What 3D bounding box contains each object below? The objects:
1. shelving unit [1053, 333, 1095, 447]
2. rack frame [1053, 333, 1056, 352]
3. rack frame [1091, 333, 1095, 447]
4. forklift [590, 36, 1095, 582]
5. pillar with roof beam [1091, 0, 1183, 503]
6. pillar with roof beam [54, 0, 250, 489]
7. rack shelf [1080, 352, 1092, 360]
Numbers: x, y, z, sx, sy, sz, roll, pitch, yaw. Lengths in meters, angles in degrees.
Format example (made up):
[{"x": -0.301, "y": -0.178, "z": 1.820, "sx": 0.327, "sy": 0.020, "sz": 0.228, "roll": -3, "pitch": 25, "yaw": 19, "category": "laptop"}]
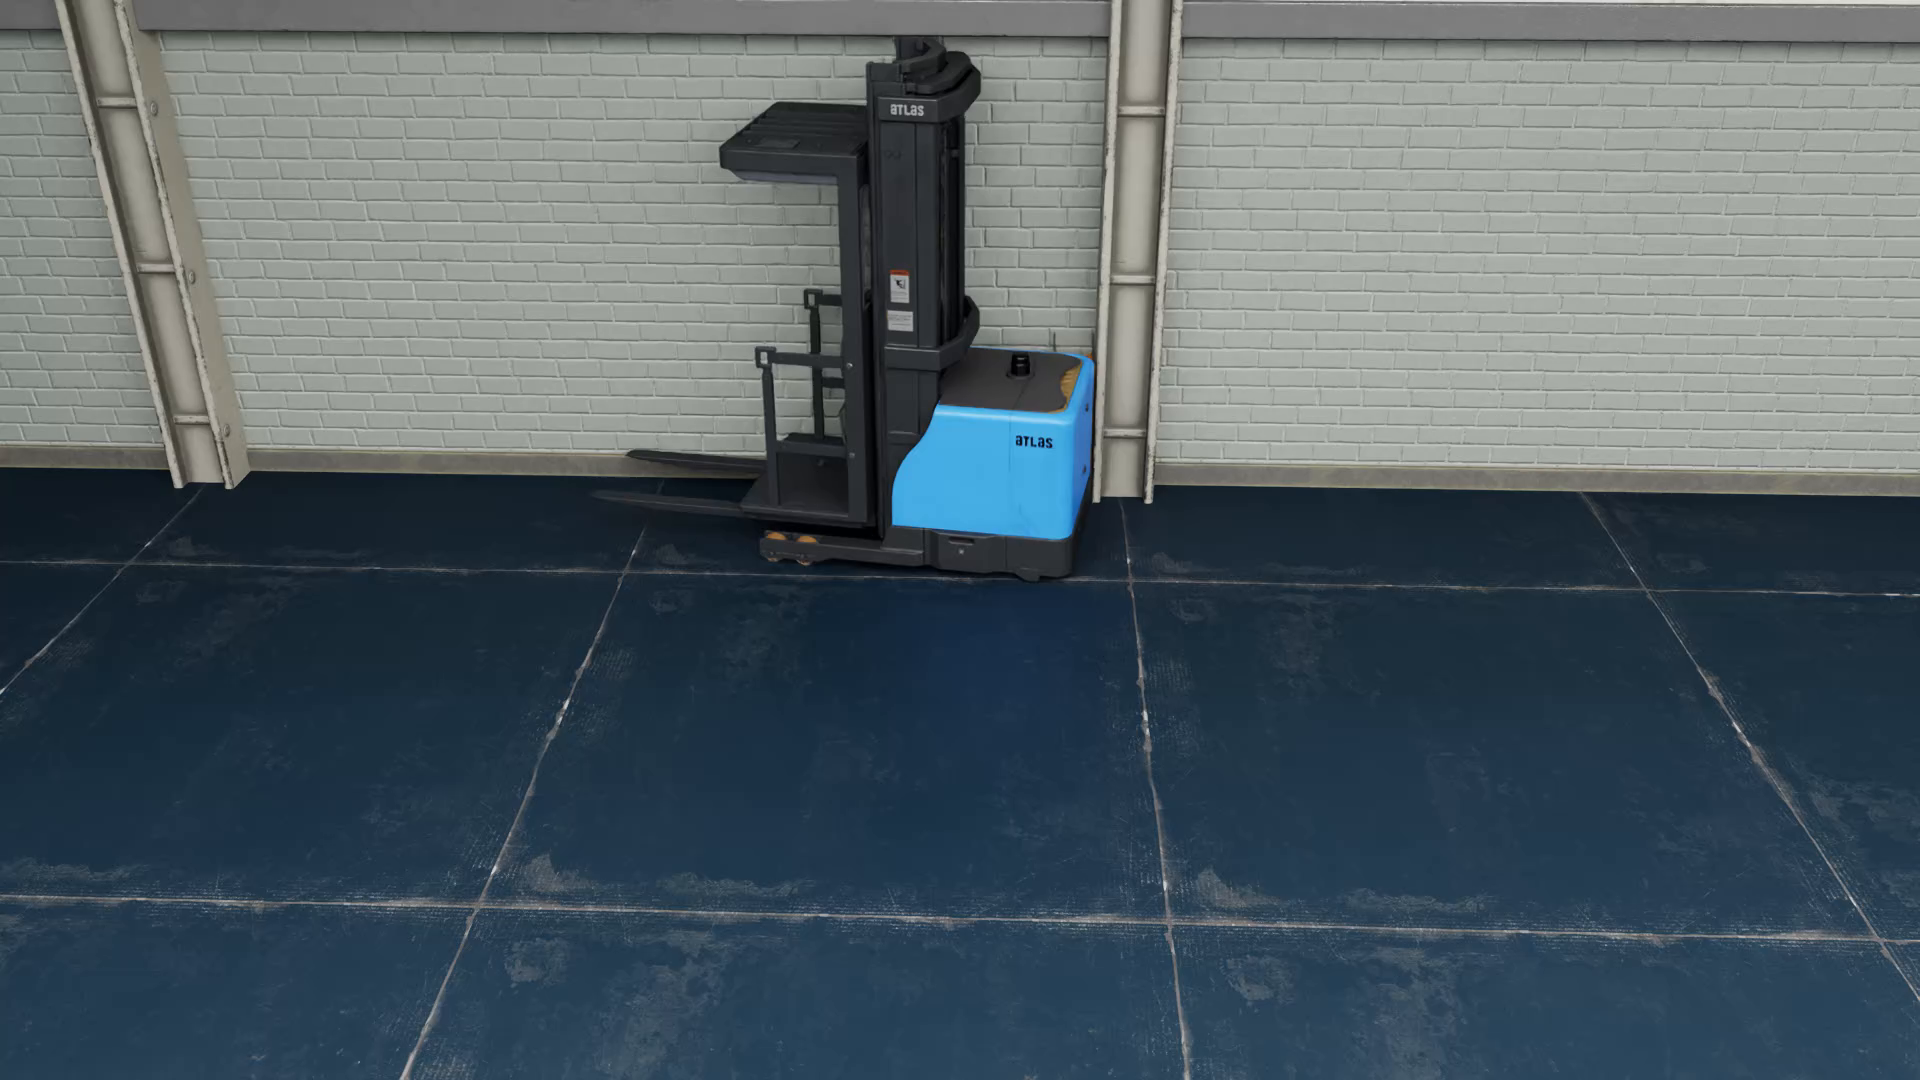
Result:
[{"x": 0.714, "y": -0.787, "z": 10.606, "sx": 0.252, "sy": 1.050, "sz": 0.215, "roll": 1, "pitch": 26, "yaw": 1, "category": "shelving unit"}, {"x": 0.592, "y": -0.788, "z": 10.608, "sx": 0.008, "sy": 1.050, "sz": 0.200, "roll": 1, "pitch": 26, "yaw": 1, "category": "rack frame"}, {"x": 0.836, "y": -0.786, "z": 10.604, "sx": 0.008, "sy": 1.050, "sz": 0.200, "roll": 1, "pitch": 26, "yaw": 1, "category": "rack frame"}, {"x": -0.742, "y": -1.386, "z": 9.735, "sx": 3.031, "sy": 2.935, "sz": 1.130, "roll": 5, "pitch": 28, "yaw": 10, "category": "forklift"}, {"x": 0.895, "y": -2.272, "z": 4.929, "sx": 0.400, "sy": 9.000, "sz": 9.100, "roll": 1, "pitch": 28, "yaw": 2, "category": "pillar with roof beam"}, {"x": -5.101, "y": -2.372, "z": 5.116, "sx": 0.400, "sy": 9.000, "sz": 9.100, "roll": 1, "pitch": 28, "yaw": 2, "category": "pillar with roof beam"}, {"x": 0.714, "y": -1.032, "z": 10.486, "sx": 0.240, "sy": 0.259, "sz": 0.215, "roll": 1, "pitch": 26, "yaw": 1, "category": "rack shelf"}]
